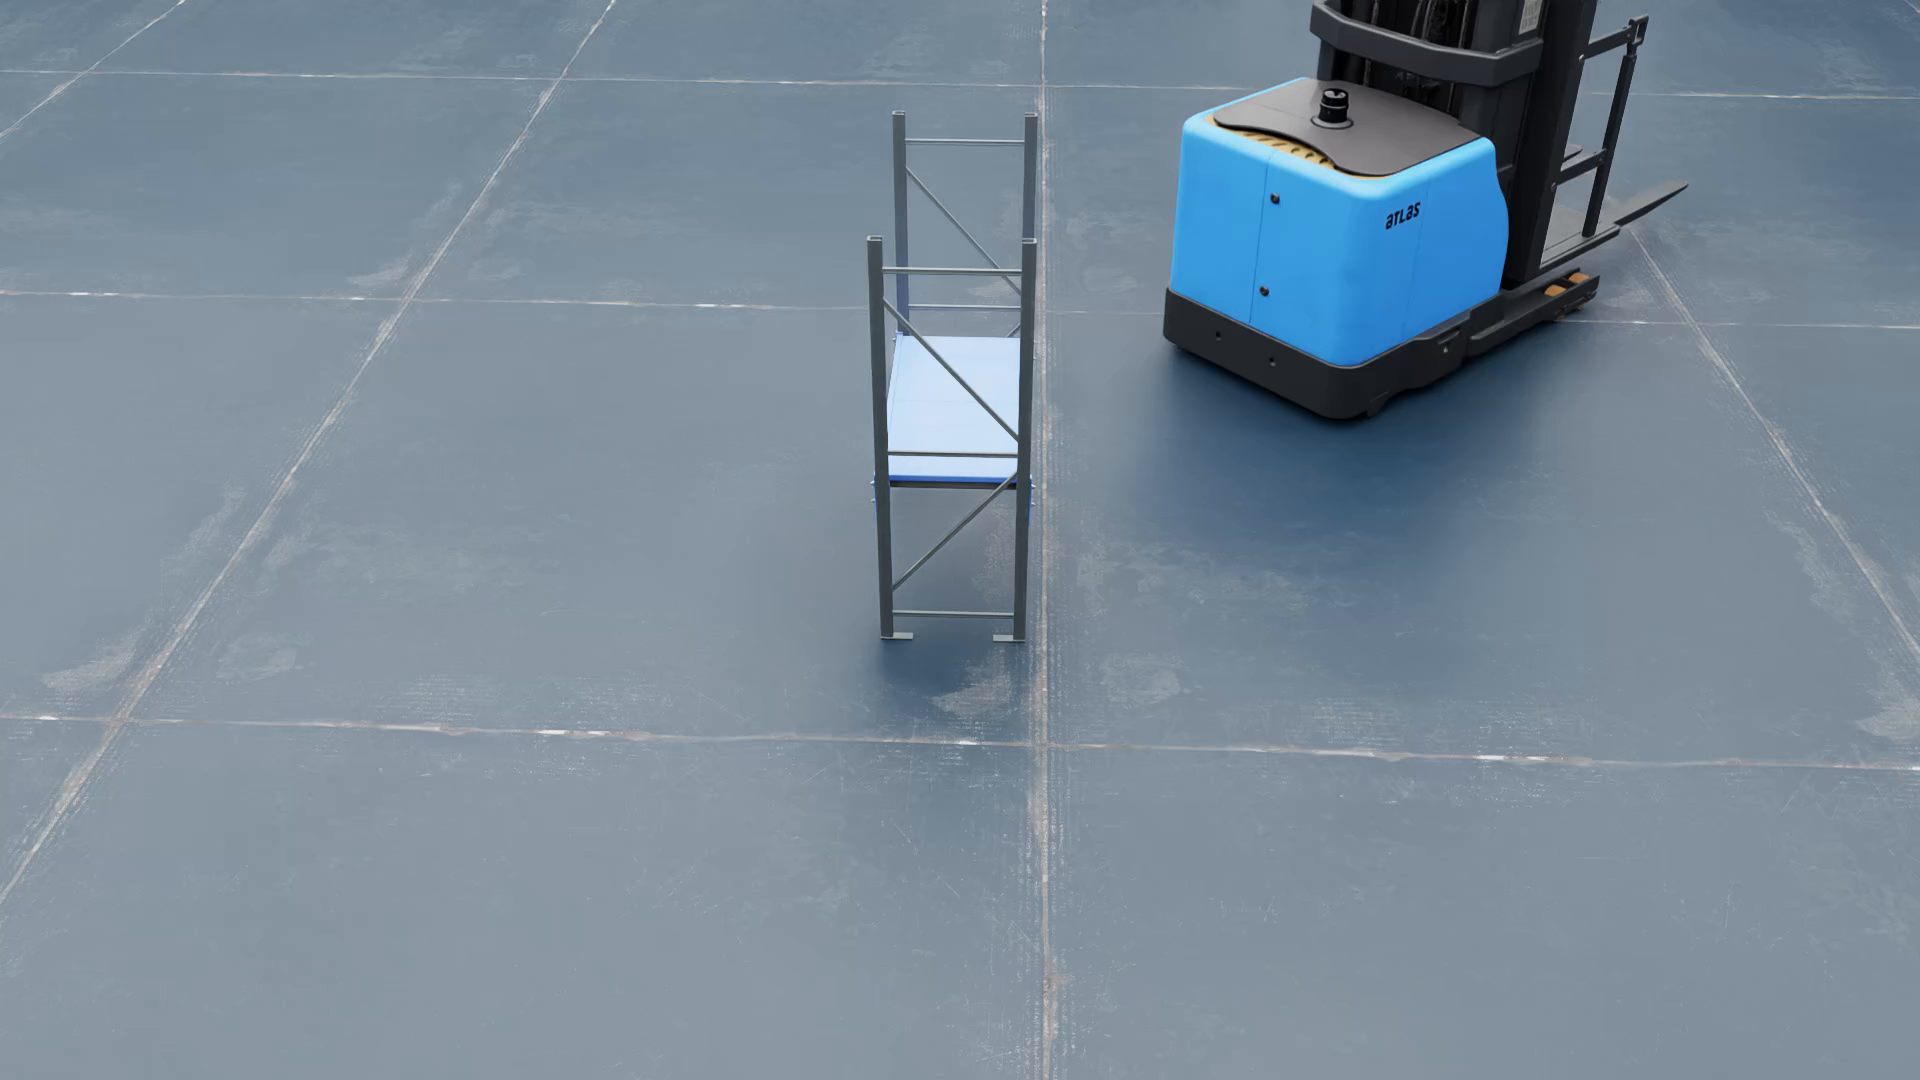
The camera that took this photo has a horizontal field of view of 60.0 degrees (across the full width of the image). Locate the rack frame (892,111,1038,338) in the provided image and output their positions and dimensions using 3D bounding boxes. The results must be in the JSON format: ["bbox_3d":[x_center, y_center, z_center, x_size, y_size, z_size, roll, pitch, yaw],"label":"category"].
[{"bbox_3d":[0.017,-0.857,6.165,0.500,1.500,0.032,1,35,2],"label":"rack frame"}]

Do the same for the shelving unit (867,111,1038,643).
[{"bbox_3d":[-0.003,-0.565,5.749,0.538,1.500,1.048,1,35,2],"label":"shelving unit"}]

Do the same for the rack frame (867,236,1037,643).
[{"bbox_3d":[-0.024,-0.273,5.333,0.500,1.500,0.032,1,35,2],"label":"rack frame"}]

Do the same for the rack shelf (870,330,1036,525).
[{"bbox_3d":[-0.003,-0.417,5.852,0.538,0.185,1.000,1,35,2],"label":"rack shelf"}]

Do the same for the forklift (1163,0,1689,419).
[{"bbox_3d":[2.349,-2.411,7.131,3.031,2.935,1.130,-27,43,-33],"label":"forklift"}]
